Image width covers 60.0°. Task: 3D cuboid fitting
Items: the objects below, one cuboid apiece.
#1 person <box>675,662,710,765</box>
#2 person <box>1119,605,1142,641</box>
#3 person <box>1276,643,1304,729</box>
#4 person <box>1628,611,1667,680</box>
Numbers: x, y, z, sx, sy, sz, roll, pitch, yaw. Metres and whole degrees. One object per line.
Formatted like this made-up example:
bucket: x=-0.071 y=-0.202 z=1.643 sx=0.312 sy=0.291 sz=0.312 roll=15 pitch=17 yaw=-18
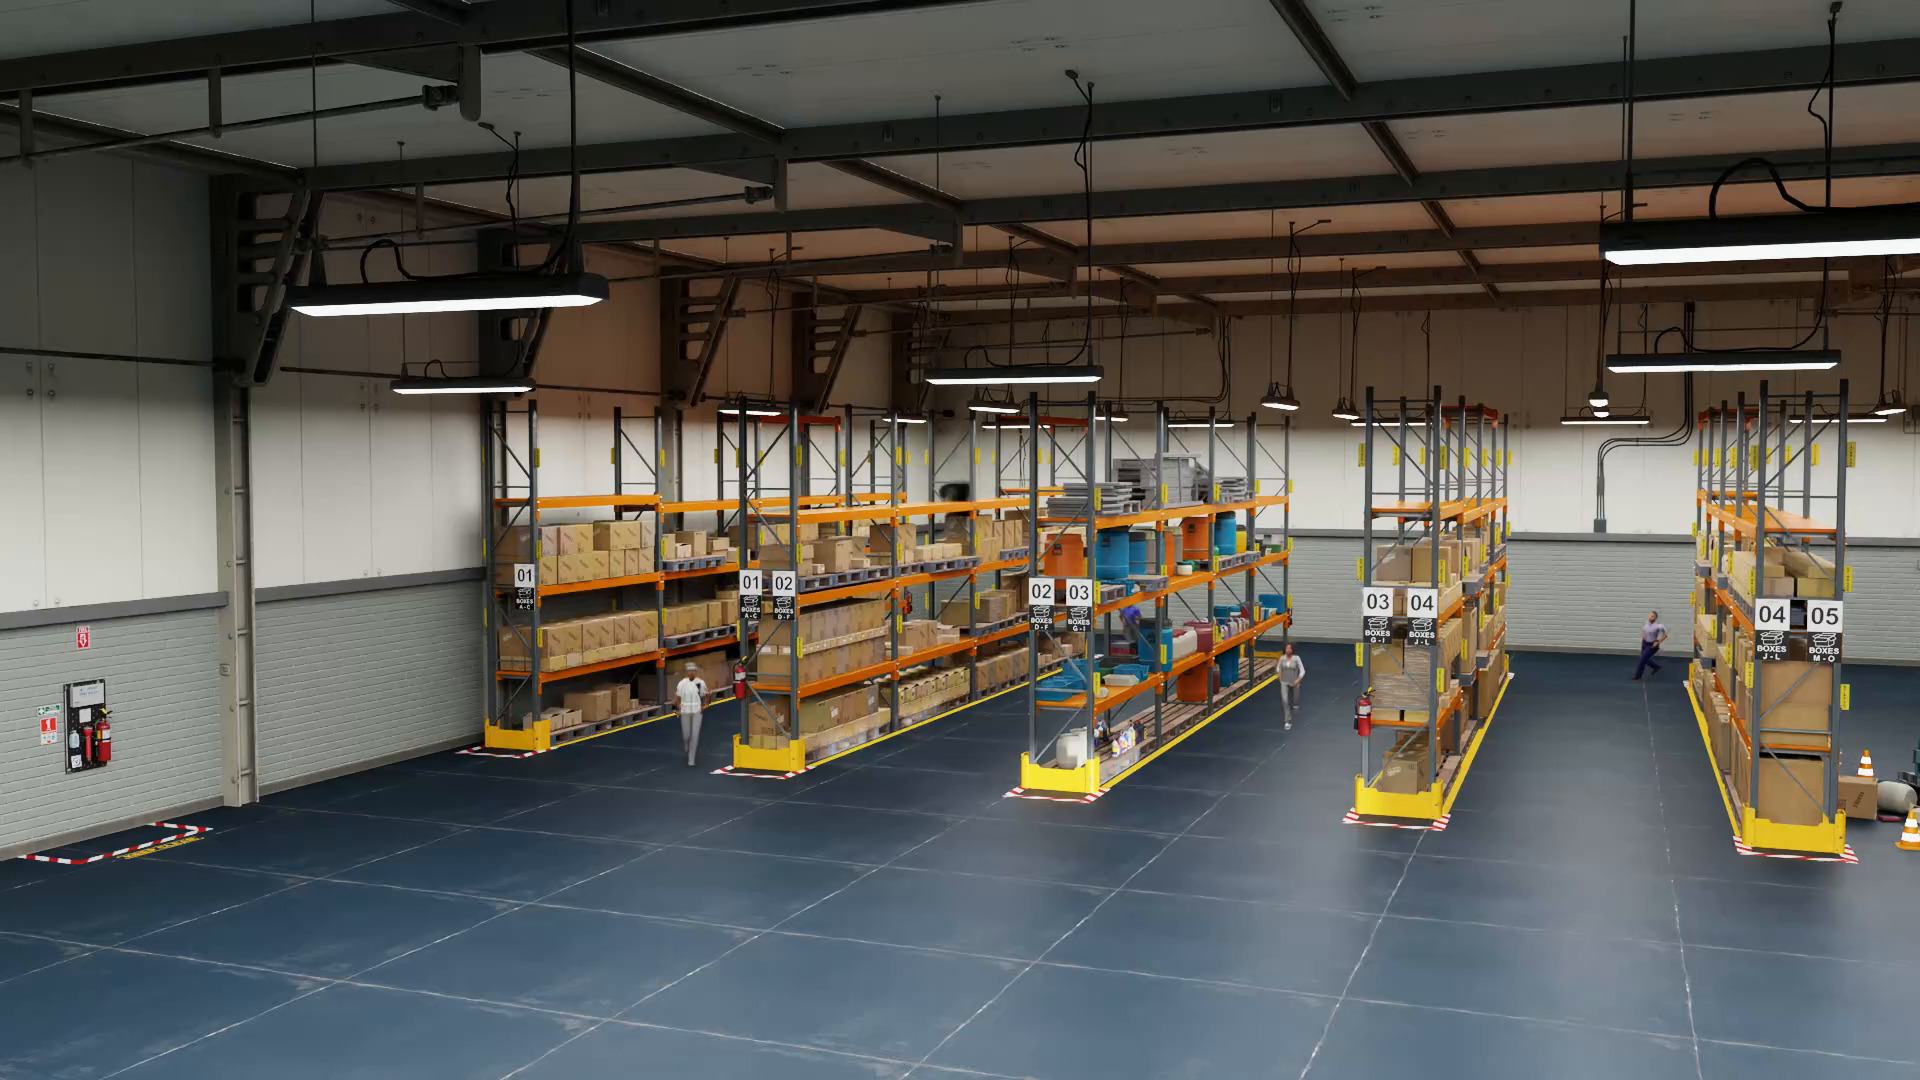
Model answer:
person: x=-4.404 y=2.832 z=27.366 sx=0.575 sy=1.669 sz=0.668 roll=0 pitch=3 yaw=-8
person: x=4.127 y=2.209 z=40.254 sx=0.578 sy=1.713 sz=0.719 roll=1 pitch=3 yaw=11
person: x=6.171 y=2.711 z=31.097 sx=0.530 sy=1.571 sz=0.853 roll=1 pitch=3 yaw=15
person: x=15.594 y=2.380 z=37.431 sx=0.857 sy=1.573 sz=0.684 roll=-1 pitch=3 yaw=-20
